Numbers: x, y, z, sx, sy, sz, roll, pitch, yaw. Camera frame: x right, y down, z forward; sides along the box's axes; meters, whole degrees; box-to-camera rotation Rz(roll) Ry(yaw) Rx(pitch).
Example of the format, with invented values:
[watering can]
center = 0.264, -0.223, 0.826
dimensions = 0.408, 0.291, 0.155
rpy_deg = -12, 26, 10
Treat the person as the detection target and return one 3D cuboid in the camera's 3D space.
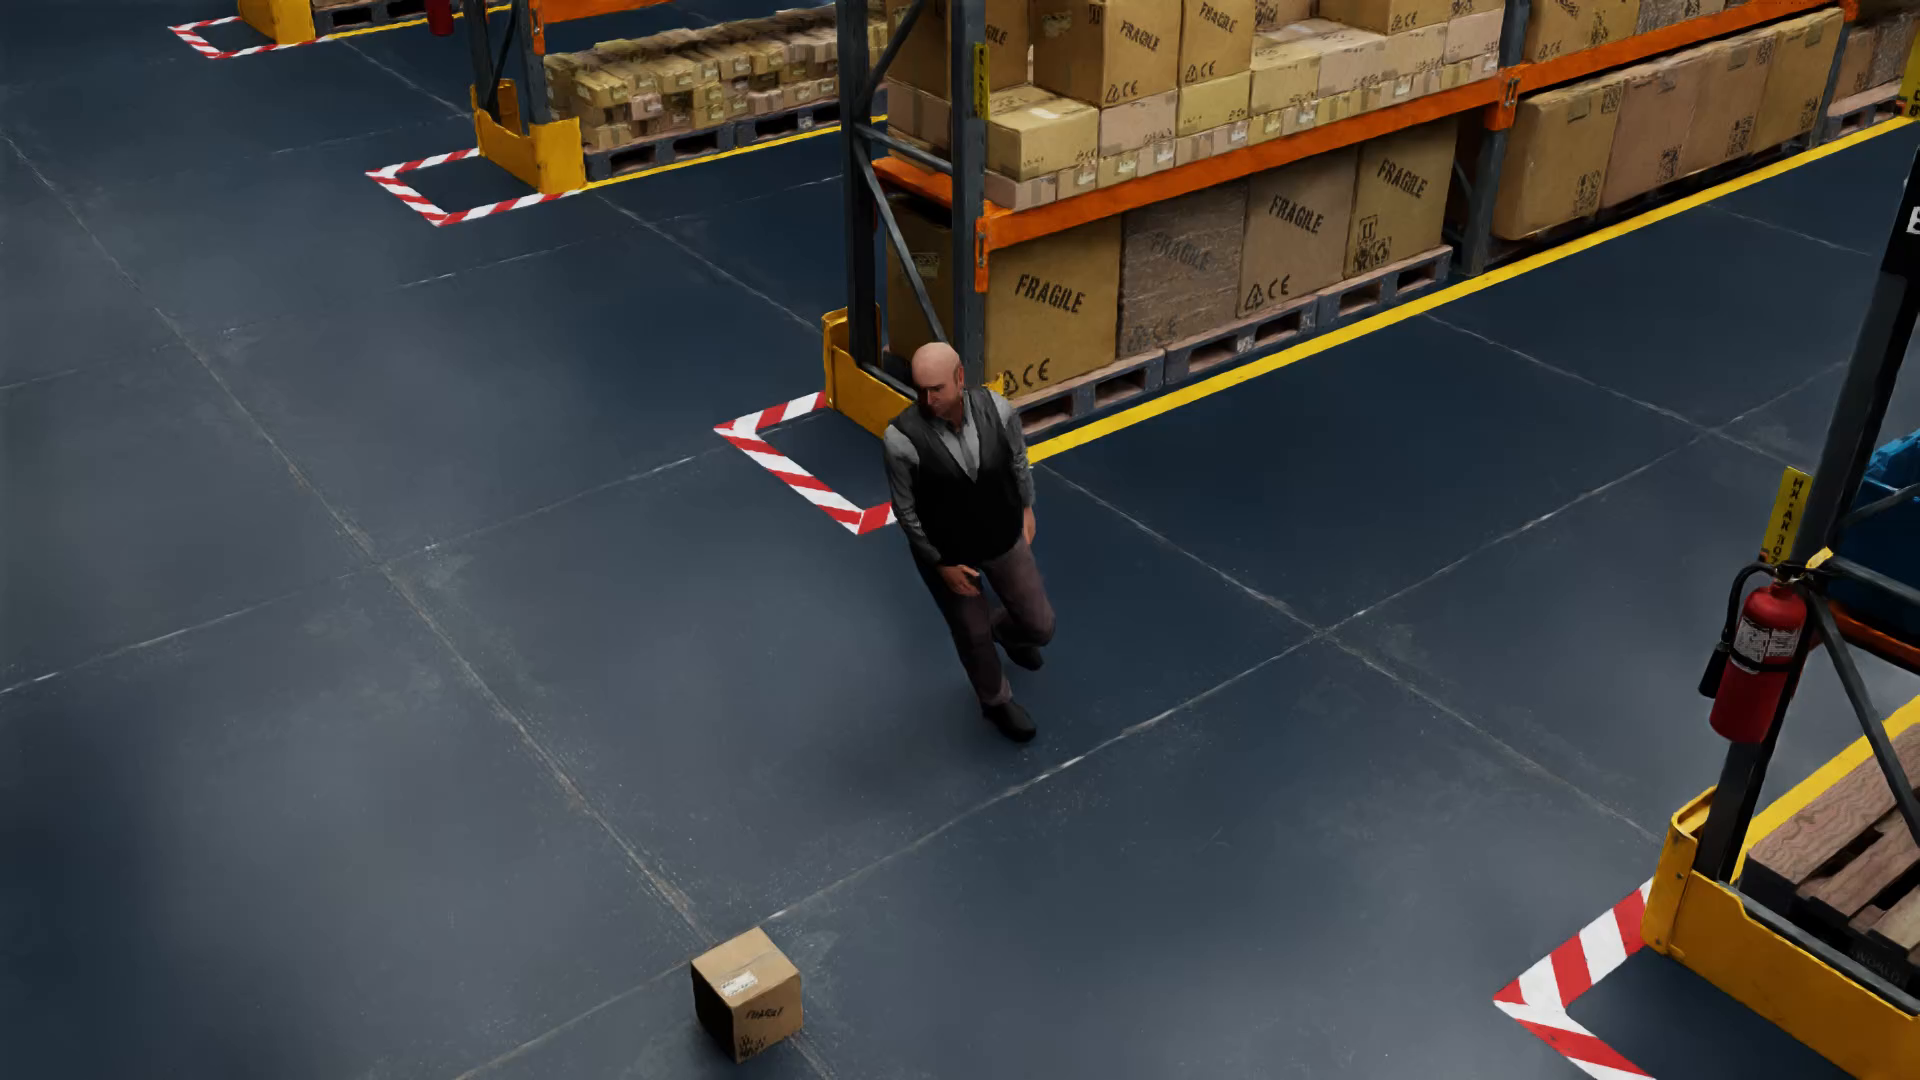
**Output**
[person]
center = 0.059, 0.001, 6.168
dimensions = 0.728, 1.695, 0.500
rpy_deg = -14, 35, -22
